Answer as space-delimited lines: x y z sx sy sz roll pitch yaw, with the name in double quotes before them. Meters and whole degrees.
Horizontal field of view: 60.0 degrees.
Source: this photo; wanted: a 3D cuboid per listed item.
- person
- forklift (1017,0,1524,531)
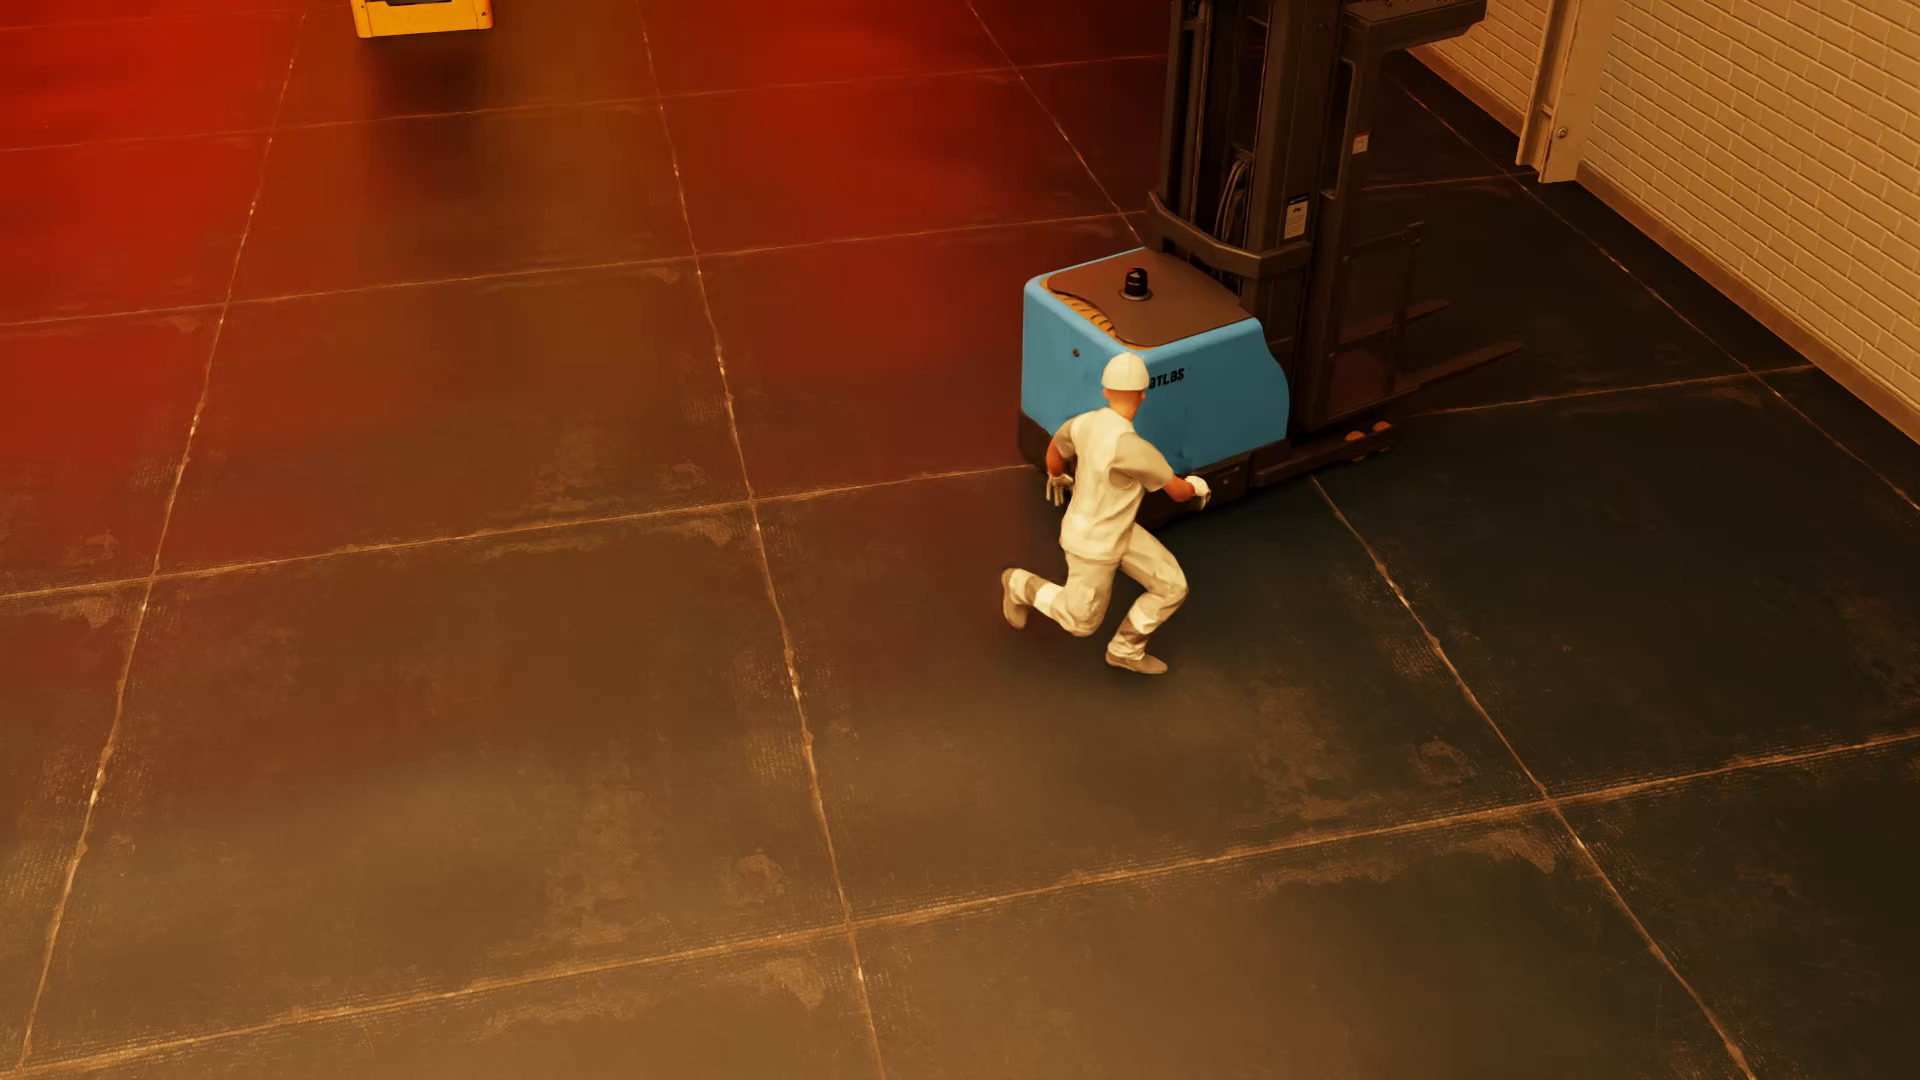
"person" 0.630 -0.124 7.458 0.931 1.548 0.663 10 37 14
"forklift" 1.846 -1.868 8.646 3.031 2.935 1.130 -19 40 -25
